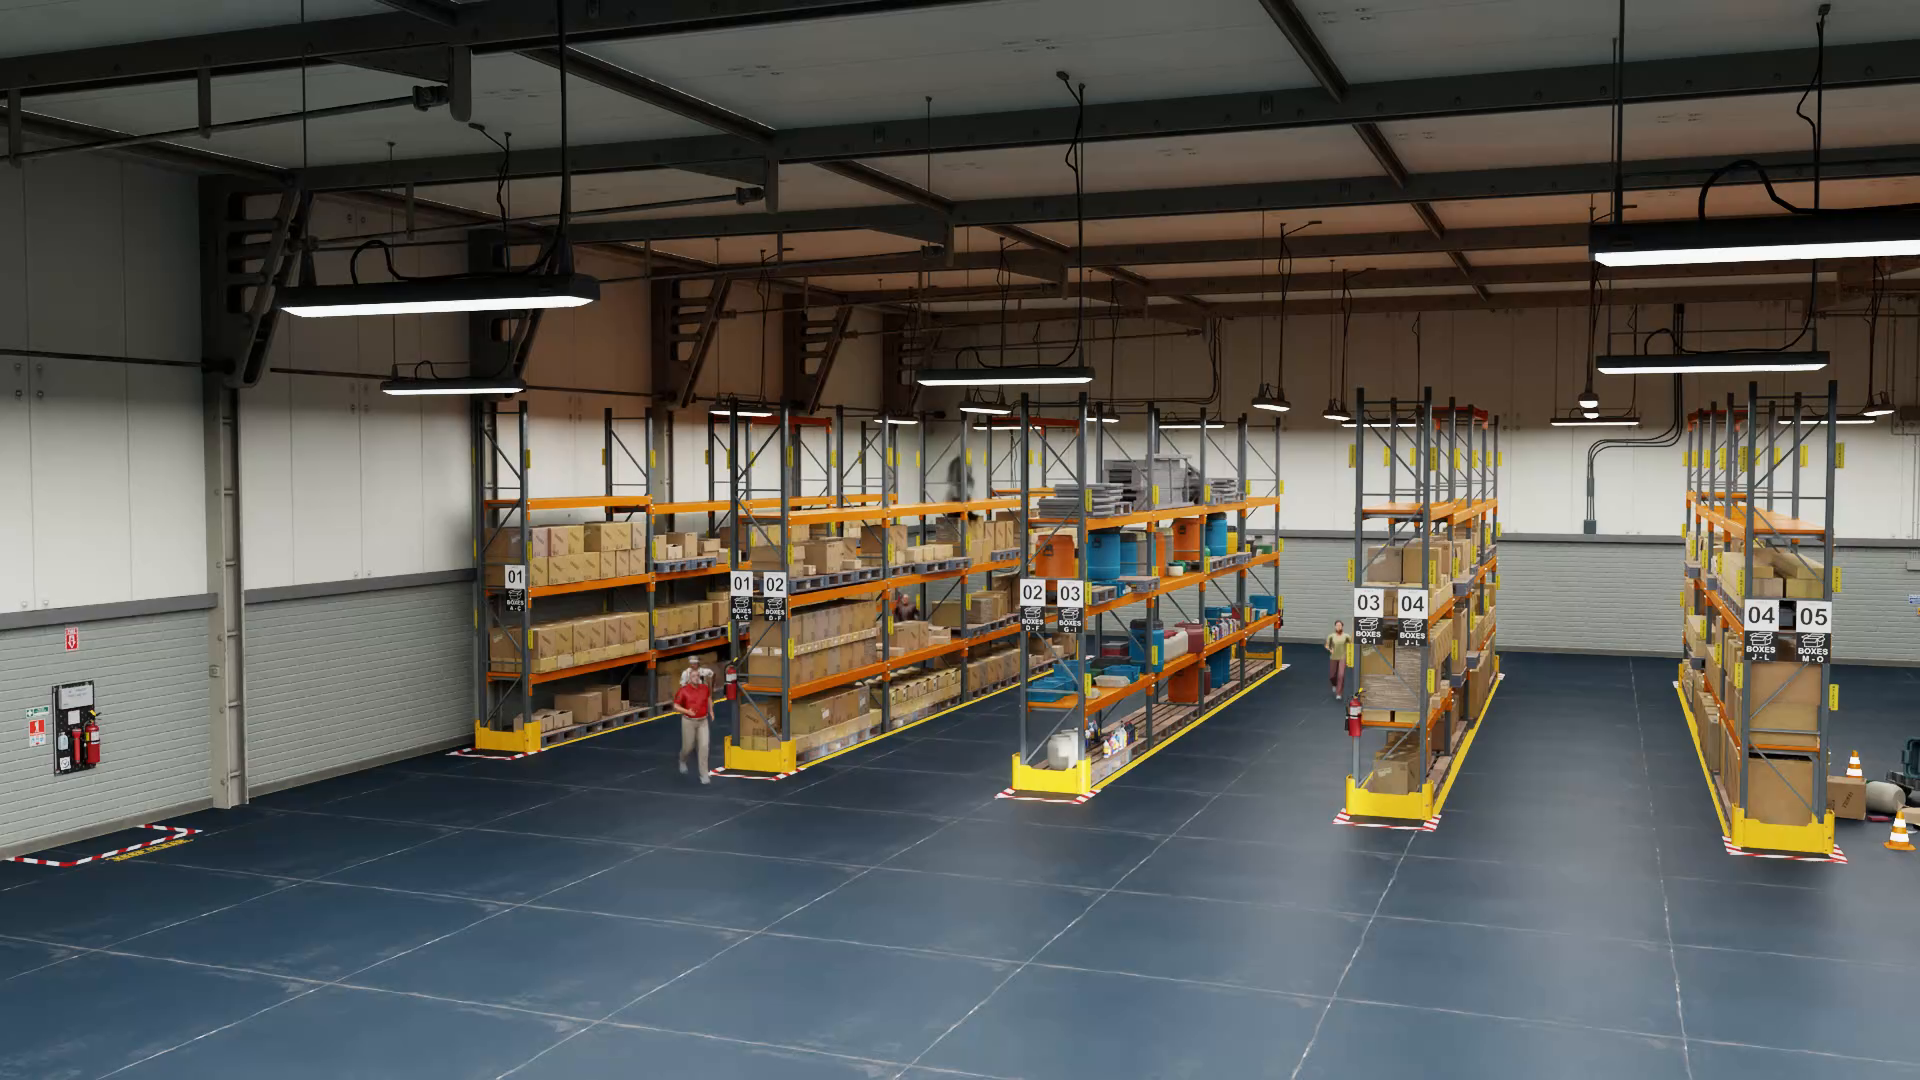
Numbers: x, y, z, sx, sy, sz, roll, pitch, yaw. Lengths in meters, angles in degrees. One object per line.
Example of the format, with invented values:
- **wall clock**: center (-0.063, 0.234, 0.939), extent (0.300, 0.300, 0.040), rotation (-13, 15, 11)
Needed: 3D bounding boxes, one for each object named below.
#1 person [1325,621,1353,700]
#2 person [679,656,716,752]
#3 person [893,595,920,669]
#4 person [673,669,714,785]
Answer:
- **person**: center (7.928, 2.498, 34.761), extent (0.588, 1.620, 0.758), rotation (1, 3, 15)
- **person**: center (-4.514, 2.783, 28.604), extent (0.566, 1.657, 0.894), rotation (0, 3, 9)
- **person**: center (-1.277, 2.187, 40.157), extent (0.737, 1.758, 0.863), rotation (1, 3, 14)
- **person**: center (-4.129, 2.878, 25.864), extent (0.678, 1.748, 0.961), rotation (-1, 3, -28)
